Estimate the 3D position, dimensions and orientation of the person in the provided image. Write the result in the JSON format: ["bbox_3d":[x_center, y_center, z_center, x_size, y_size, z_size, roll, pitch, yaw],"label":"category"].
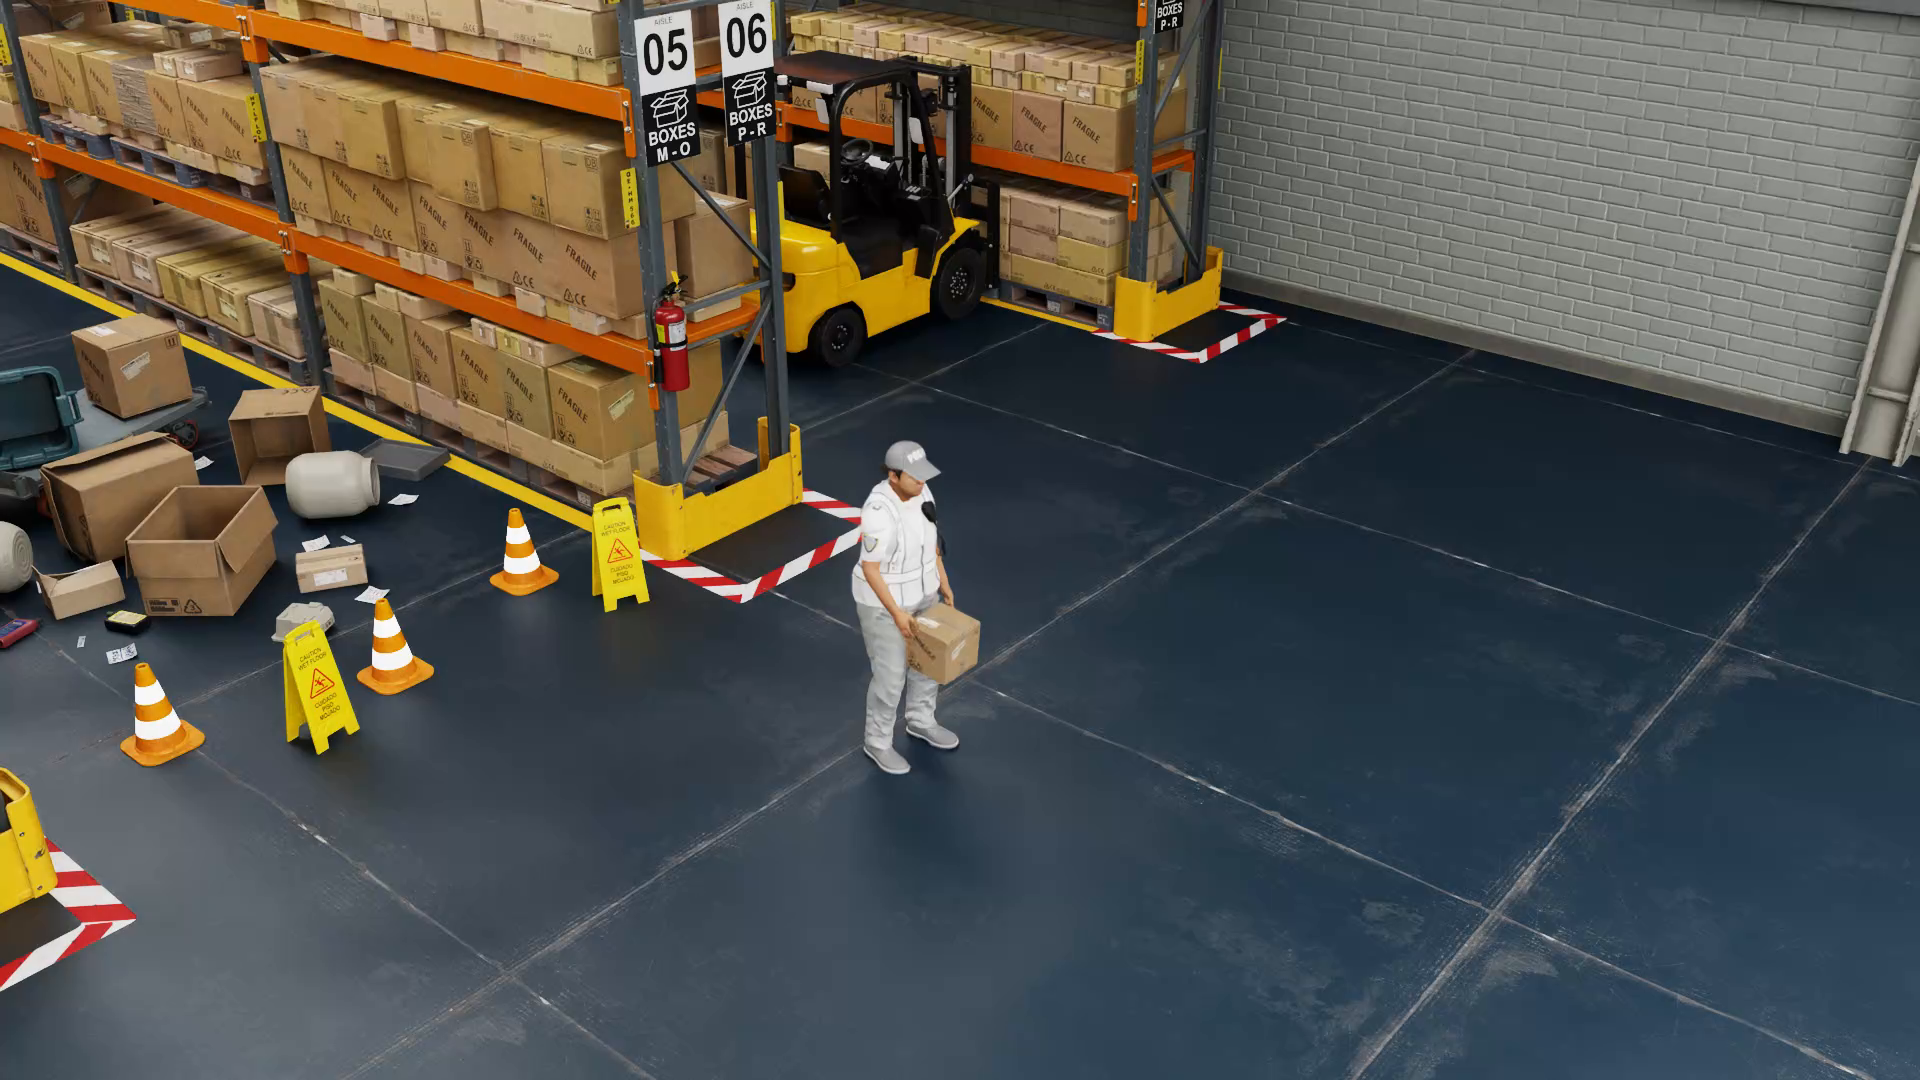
[{"bbox_3d":[-0.271,0.292,8.045,0.451,1.672,0.516,20,34,33],"label":"person"}]
